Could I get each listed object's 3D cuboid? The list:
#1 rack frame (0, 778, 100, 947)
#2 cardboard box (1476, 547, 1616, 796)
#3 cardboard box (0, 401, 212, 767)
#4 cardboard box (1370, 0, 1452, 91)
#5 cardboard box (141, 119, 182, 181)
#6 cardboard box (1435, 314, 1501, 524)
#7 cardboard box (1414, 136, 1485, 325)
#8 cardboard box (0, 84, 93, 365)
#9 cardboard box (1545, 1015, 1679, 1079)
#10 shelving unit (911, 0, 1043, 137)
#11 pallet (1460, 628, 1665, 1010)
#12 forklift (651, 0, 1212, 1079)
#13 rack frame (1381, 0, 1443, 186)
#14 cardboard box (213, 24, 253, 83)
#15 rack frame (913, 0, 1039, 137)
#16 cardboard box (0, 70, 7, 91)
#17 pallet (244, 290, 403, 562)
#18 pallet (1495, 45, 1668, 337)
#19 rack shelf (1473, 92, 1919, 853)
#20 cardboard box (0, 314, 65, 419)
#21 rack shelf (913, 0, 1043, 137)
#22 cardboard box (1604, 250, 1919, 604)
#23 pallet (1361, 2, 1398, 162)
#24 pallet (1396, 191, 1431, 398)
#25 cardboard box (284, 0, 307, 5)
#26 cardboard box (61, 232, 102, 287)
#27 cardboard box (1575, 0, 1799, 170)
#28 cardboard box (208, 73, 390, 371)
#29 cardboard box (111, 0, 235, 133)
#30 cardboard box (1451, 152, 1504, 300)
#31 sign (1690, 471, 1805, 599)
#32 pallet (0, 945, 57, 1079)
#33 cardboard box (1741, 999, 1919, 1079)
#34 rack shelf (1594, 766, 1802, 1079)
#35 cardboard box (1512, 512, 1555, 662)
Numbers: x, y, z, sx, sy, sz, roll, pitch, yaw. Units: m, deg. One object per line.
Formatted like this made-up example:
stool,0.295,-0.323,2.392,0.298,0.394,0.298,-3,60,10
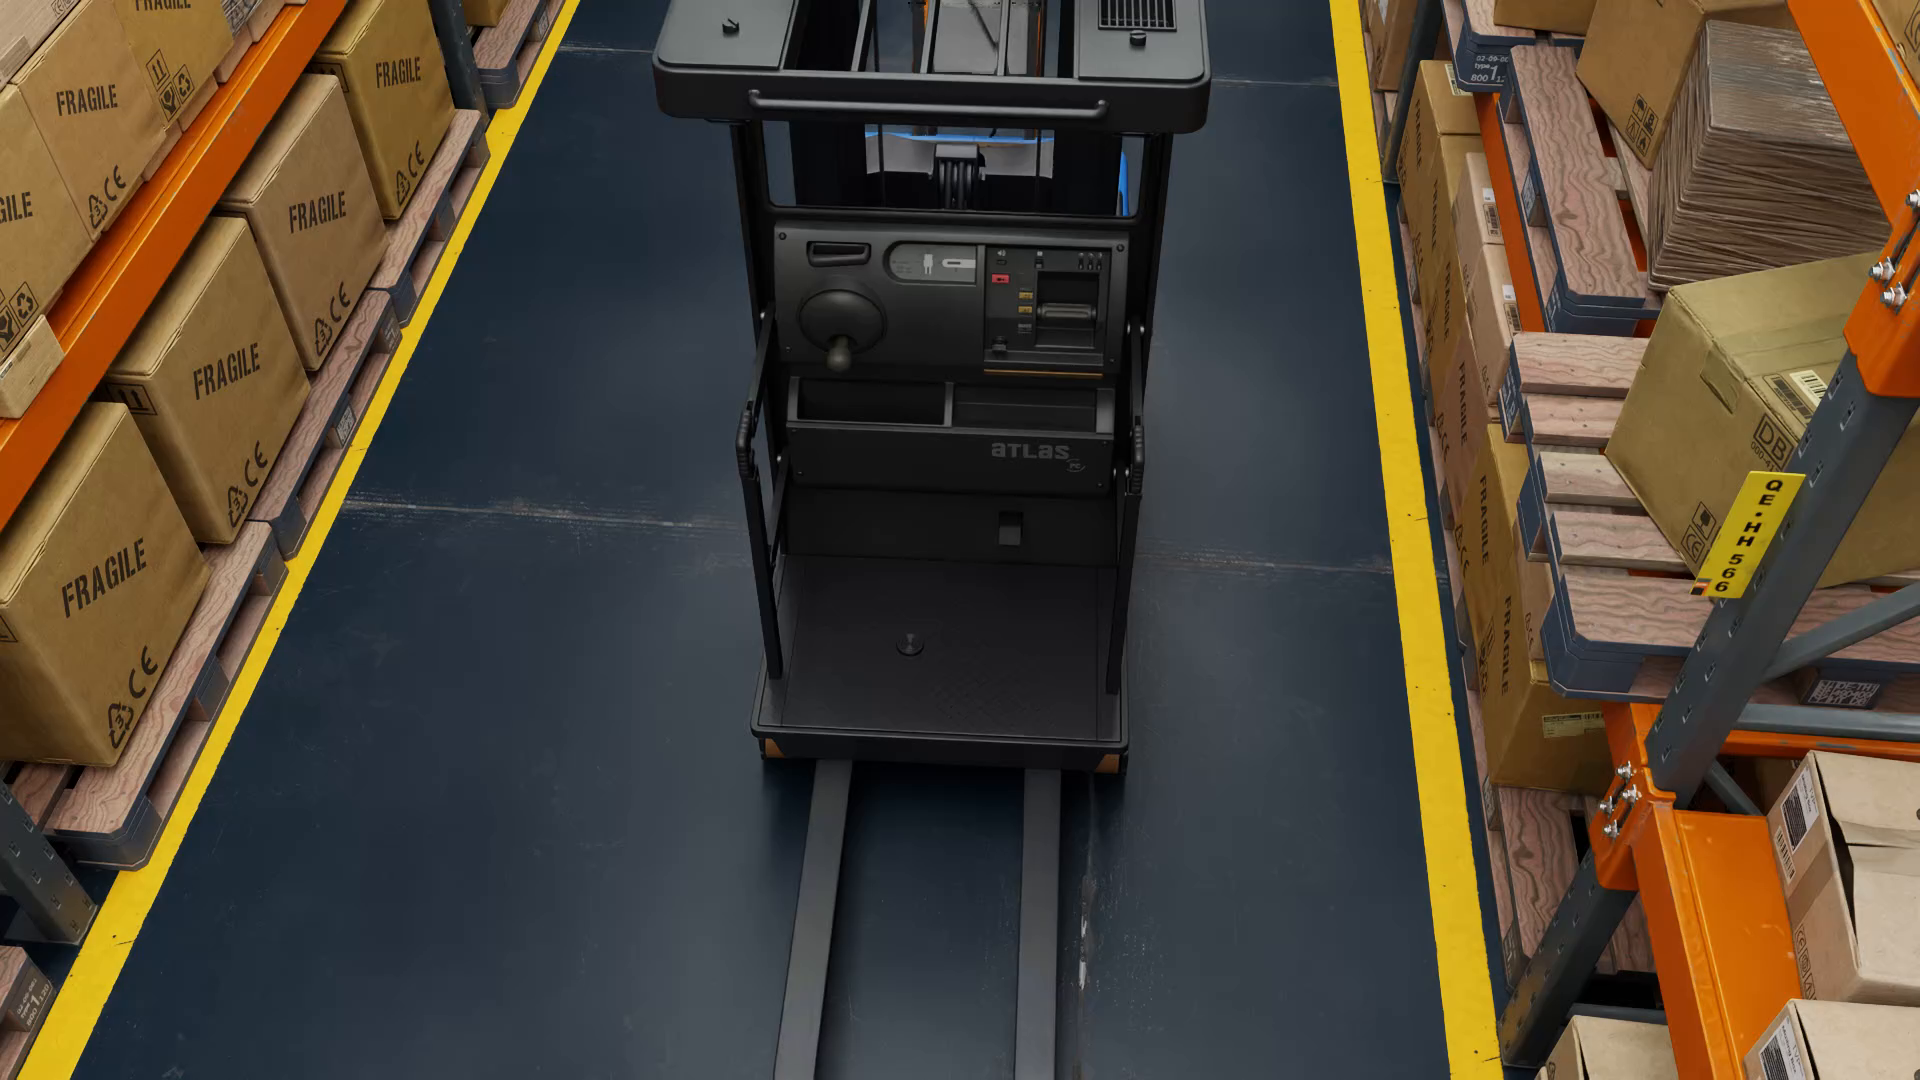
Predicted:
rack frame,-2.977,0.058,3.664,1.000,3.000,0.127,4,48,4
cardboard box,1.808,0.381,4.765,0.500,0.500,0.500,6,48,5
cardboard box,-2.779,0.111,4.788,0.750,0.750,0.750,3,48,3
cardboard box,2.091,-2.293,7.210,0.500,0.500,0.500,4,48,4
cardboard box,-2.587,-1.218,4.988,0.380,0.149,0.250,4,48,4
cardboard box,1.897,-0.385,5.466,0.500,0.500,0.500,2,48,2
cardboard box,1.997,-1.124,6.141,0.500,0.500,0.500,4,48,4
cardboard box,-2.621,-0.806,4.172,0.500,0.500,0.500,5,48,5
cardboard box,1.617,1.351,3.680,0.500,0.311,0.500,5,48,5
shelving unit,0.066,-1.562,5.755,0.431,2.100,0.503,3,47,2
pallet,2.062,0.784,4.890,1.003,0.211,1.213,4,48,4
forklift,-0.035,-0.531,4.249,1.130,2.935,3.031,2,48,2
rack frame,2.321,-2.551,6.050,1.000,3.000,0.127,4,48,4
cardboard box,-2.520,-1.605,5.342,0.380,0.149,0.250,3,48,2
rack frame,0.050,-1.383,5.590,0.400,2.100,0.015,3,47,2
cardboard box,-2.630,-1.047,3.884,0.500,0.250,0.500,3,48,3
pallet,-2.716,-0.469,6.036,1.003,0.211,1.213,4,48,4
pallet,2.129,-0.976,4.740,1.003,0.211,1.213,4,48,4
rack shelf,2.139,-0.838,4.971,1.077,0.370,4.000,4,48,4
cardboard box,-2.576,-0.464,4.298,0.380,0.149,0.250,5,48,5
rack shelf,0.066,-1.553,5.765,0.431,0.518,0.480,3,47,2
cardboard box,1.902,-0.257,3.600,0.700,0.500,0.500,-11,48,-10
pallet,2.385,-2.114,7.541,1.003,0.211,1.213,4,48,4
pallet,2.285,-1.009,6.530,1.003,0.211,1.213,4,48,4
cardboard box,-2.395,-1.963,5.669,0.380,0.149,0.250,4,48,4
cardboard box,-2.661,-0.849,4.650,0.380,0.149,0.250,5,48,4
cardboard box,2.222,-1.424,4.667,0.700,0.500,0.500,-7,48,-6
cardboard box,-2.620,-1.157,5.948,0.750,0.750,0.750,5,48,5
cardboard box,-2.535,-1.554,4.856,0.500,0.500,0.500,5,48,5
cardboard box,1.943,-1.035,5.551,0.500,0.250,0.500,4,48,4
sign,1.415,-0.005,2.991,0.100,0.325,0.005,4,48,4
pallet,-3.049,1.574,4.168,1.003,0.211,1.213,4,48,4
cardboard box,1.682,1.063,2.805,0.500,0.311,0.500,3,48,3
rack shelf,1.774,2.101,2.283,1.077,0.370,4.000,4,48,4
cardboard box,1.809,0.086,4.526,0.500,0.250,0.500,6,48,5
